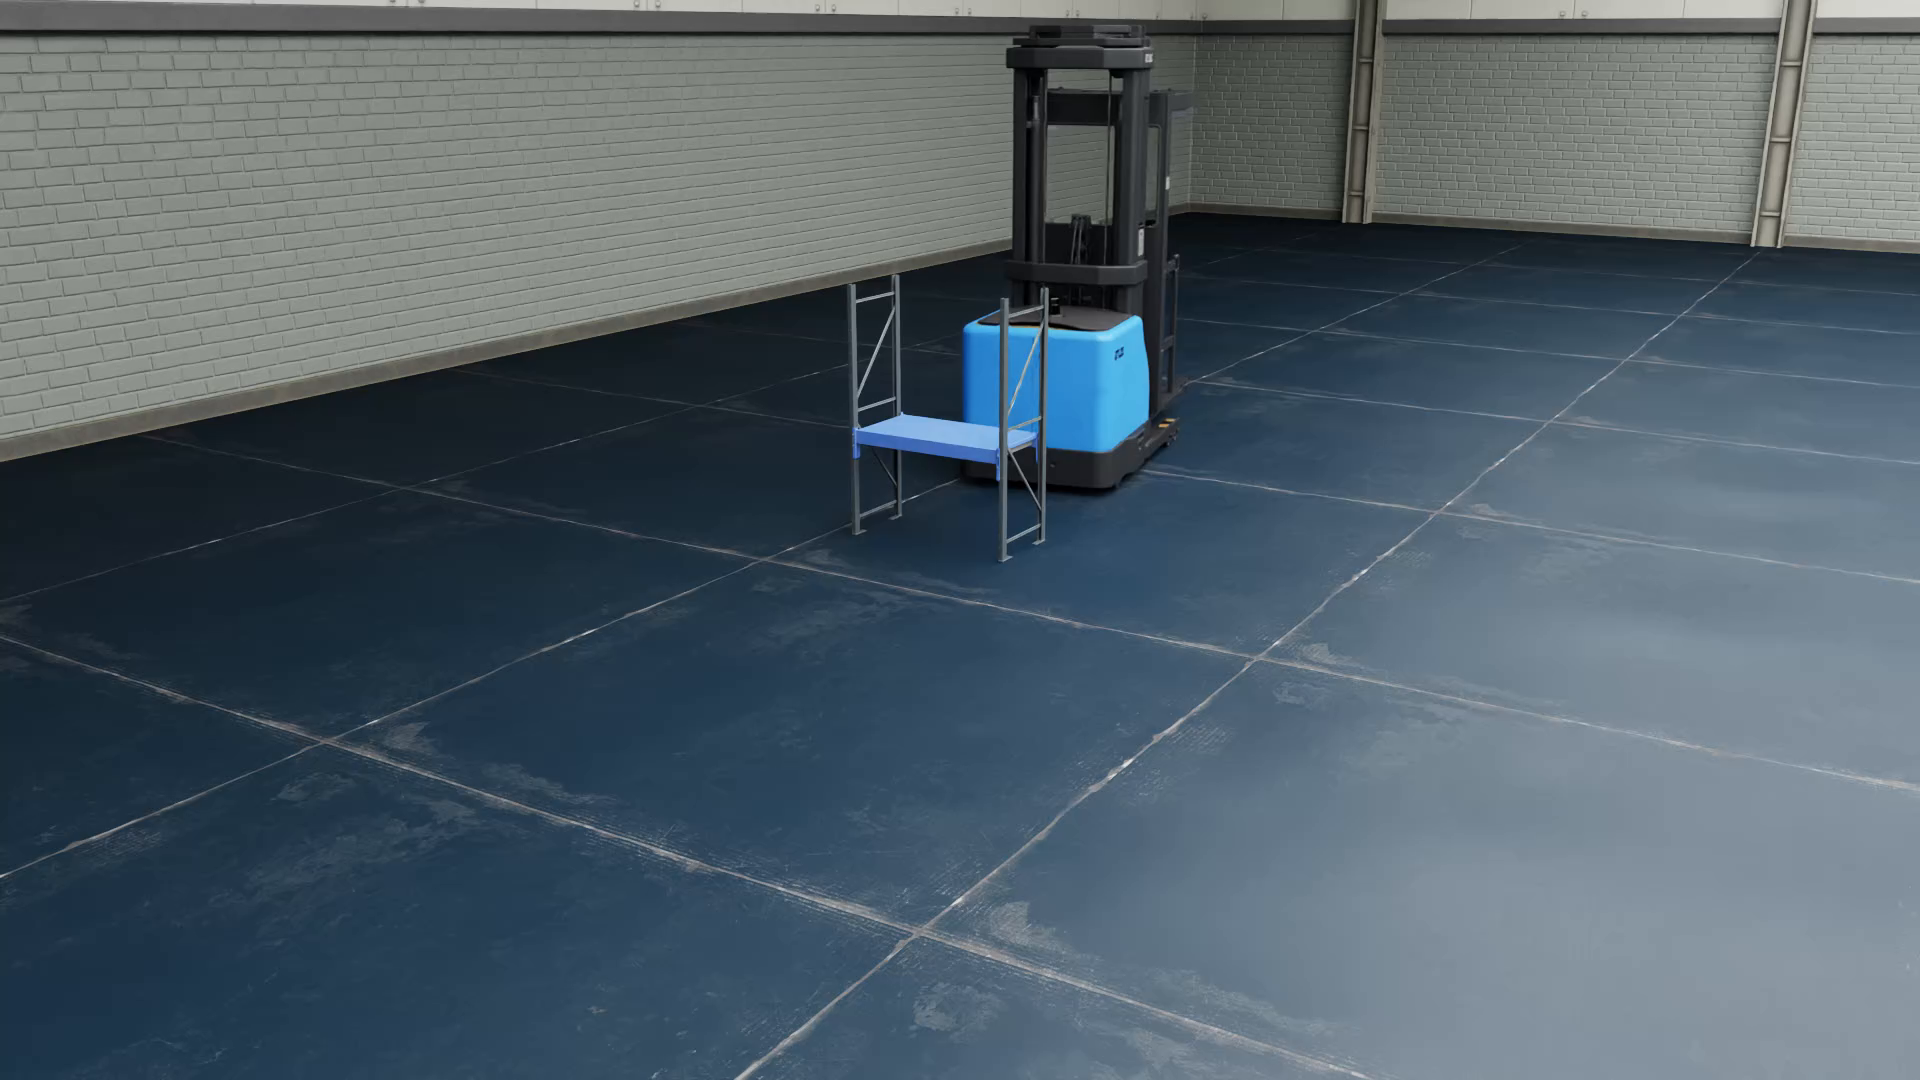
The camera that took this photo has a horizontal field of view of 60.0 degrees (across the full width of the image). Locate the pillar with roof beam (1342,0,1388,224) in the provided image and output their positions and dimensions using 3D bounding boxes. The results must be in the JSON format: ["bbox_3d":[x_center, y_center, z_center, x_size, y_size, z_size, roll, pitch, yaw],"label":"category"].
[{"bbox_3d":[4.106,-8.333,21.830,0.400,9.000,9.100,10,20,30],"label":"pillar with roof beam"}]

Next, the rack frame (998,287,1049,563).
[{"bbox_3d":[0.360,-0.653,9.451,0.032,1.500,0.500,10,20,30],"label":"rack frame"}]

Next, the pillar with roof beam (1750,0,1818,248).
[{"bbox_3d":[9.218,-7.420,18.826,0.400,9.000,9.100,10,20,30],"label":"pillar with roof beam"}]

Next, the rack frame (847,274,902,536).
[{"bbox_3d":[-0.506,-0.808,9.960,0.032,1.500,0.500,10,20,30],"label":"rack frame"}]

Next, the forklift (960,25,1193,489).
[{"bbox_3d":[0.991,-2.121,11.821,1.130,2.935,3.031,6,18,20],"label":"forklift"}]

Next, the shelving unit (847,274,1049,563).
[{"bbox_3d":[-0.073,-0.731,9.706,1.048,1.500,0.538,10,20,30],"label":"shelving unit"}]

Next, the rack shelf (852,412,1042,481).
[{"bbox_3d":[-0.073,-0.558,9.758,1.000,0.185,0.538,10,20,30],"label":"rack shelf"}]
